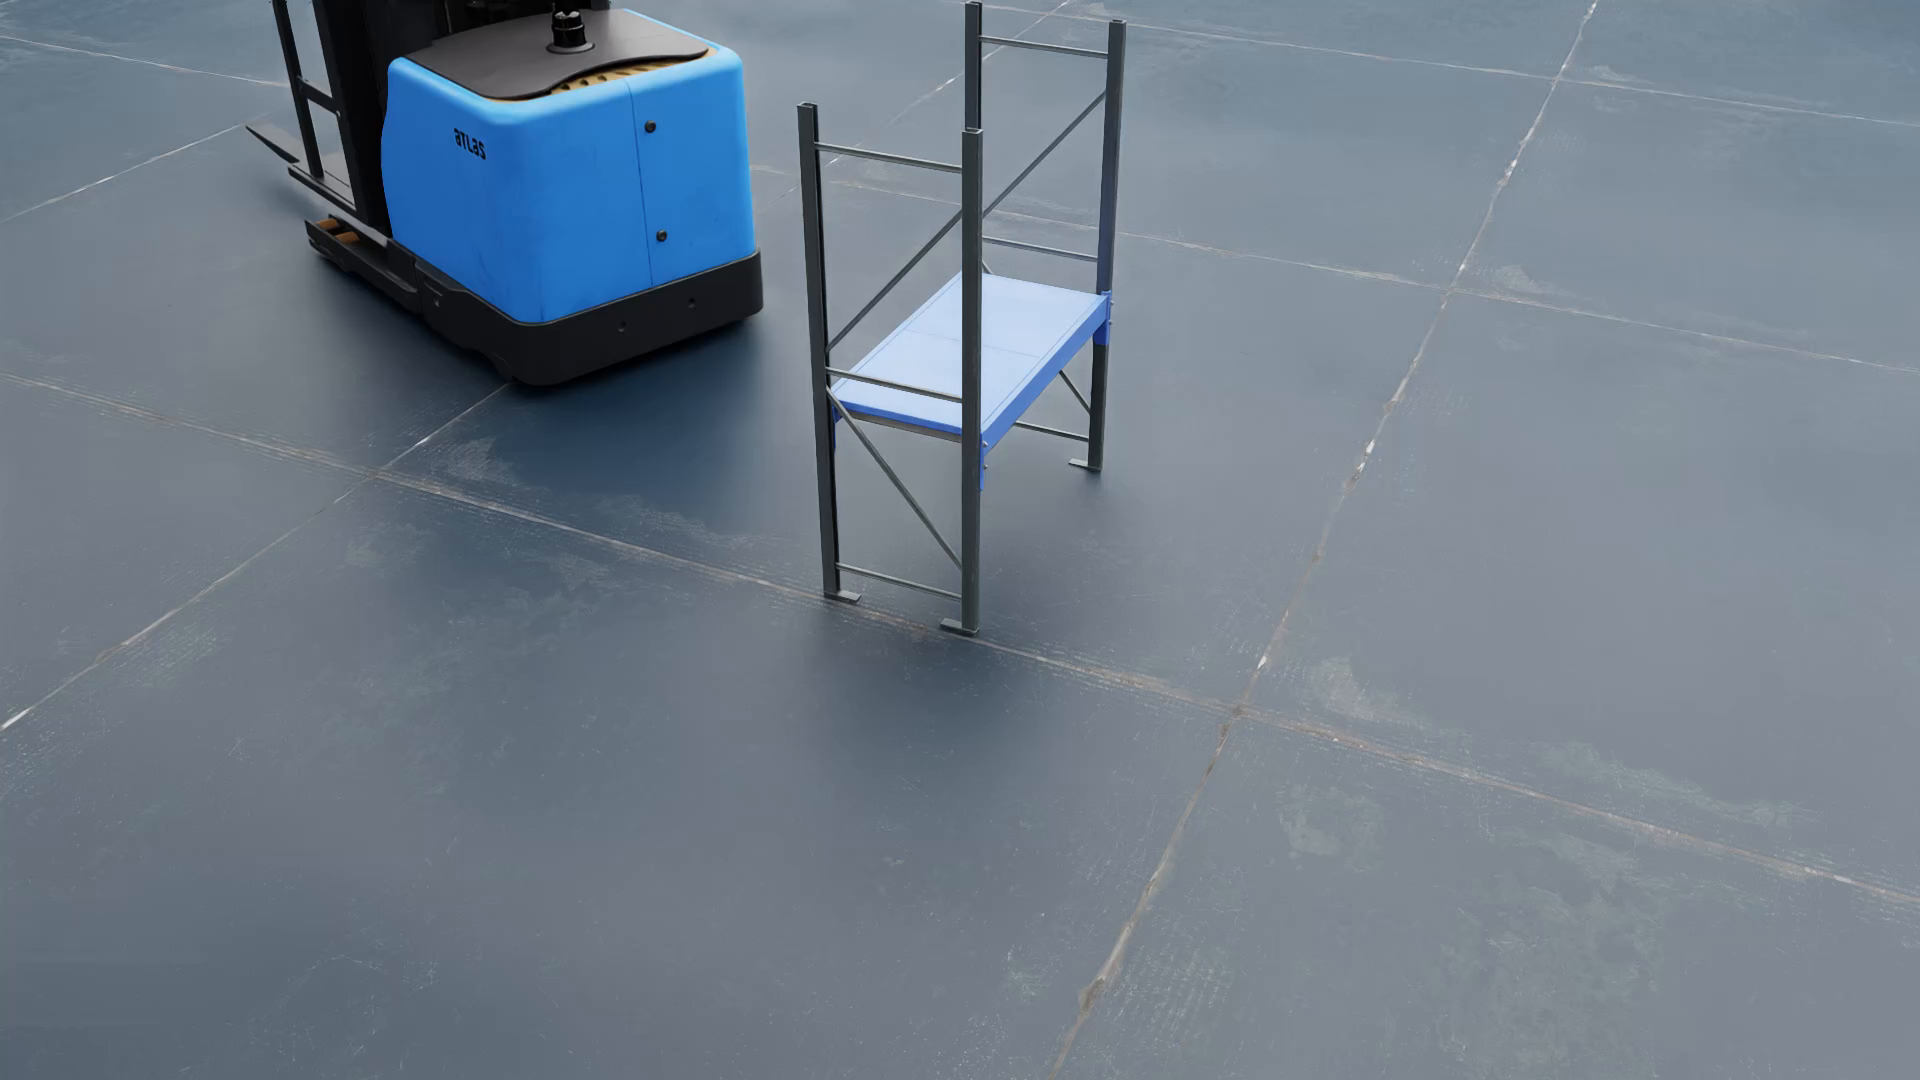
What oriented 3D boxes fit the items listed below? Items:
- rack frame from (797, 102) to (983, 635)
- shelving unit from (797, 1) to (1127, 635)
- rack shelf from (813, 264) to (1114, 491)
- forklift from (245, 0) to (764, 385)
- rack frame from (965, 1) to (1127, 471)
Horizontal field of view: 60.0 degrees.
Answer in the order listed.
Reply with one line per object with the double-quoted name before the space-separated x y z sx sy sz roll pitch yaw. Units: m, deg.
"rack frame" -0.177 -0.417 4.517 0.500 1.500 0.032 14 36 20
"shelving unit" 0.036 -0.670 4.904 0.538 1.500 1.048 14 36 20
"rack shelf" 0.036 -0.519 5.002 0.538 0.185 1.000 14 36 20
"forklift" -2.120 -2.507 6.401 1.130 2.935 3.031 -26 41 -34
"rack frame" 0.248 -0.923 5.290 0.500 1.500 0.032 14 36 20
